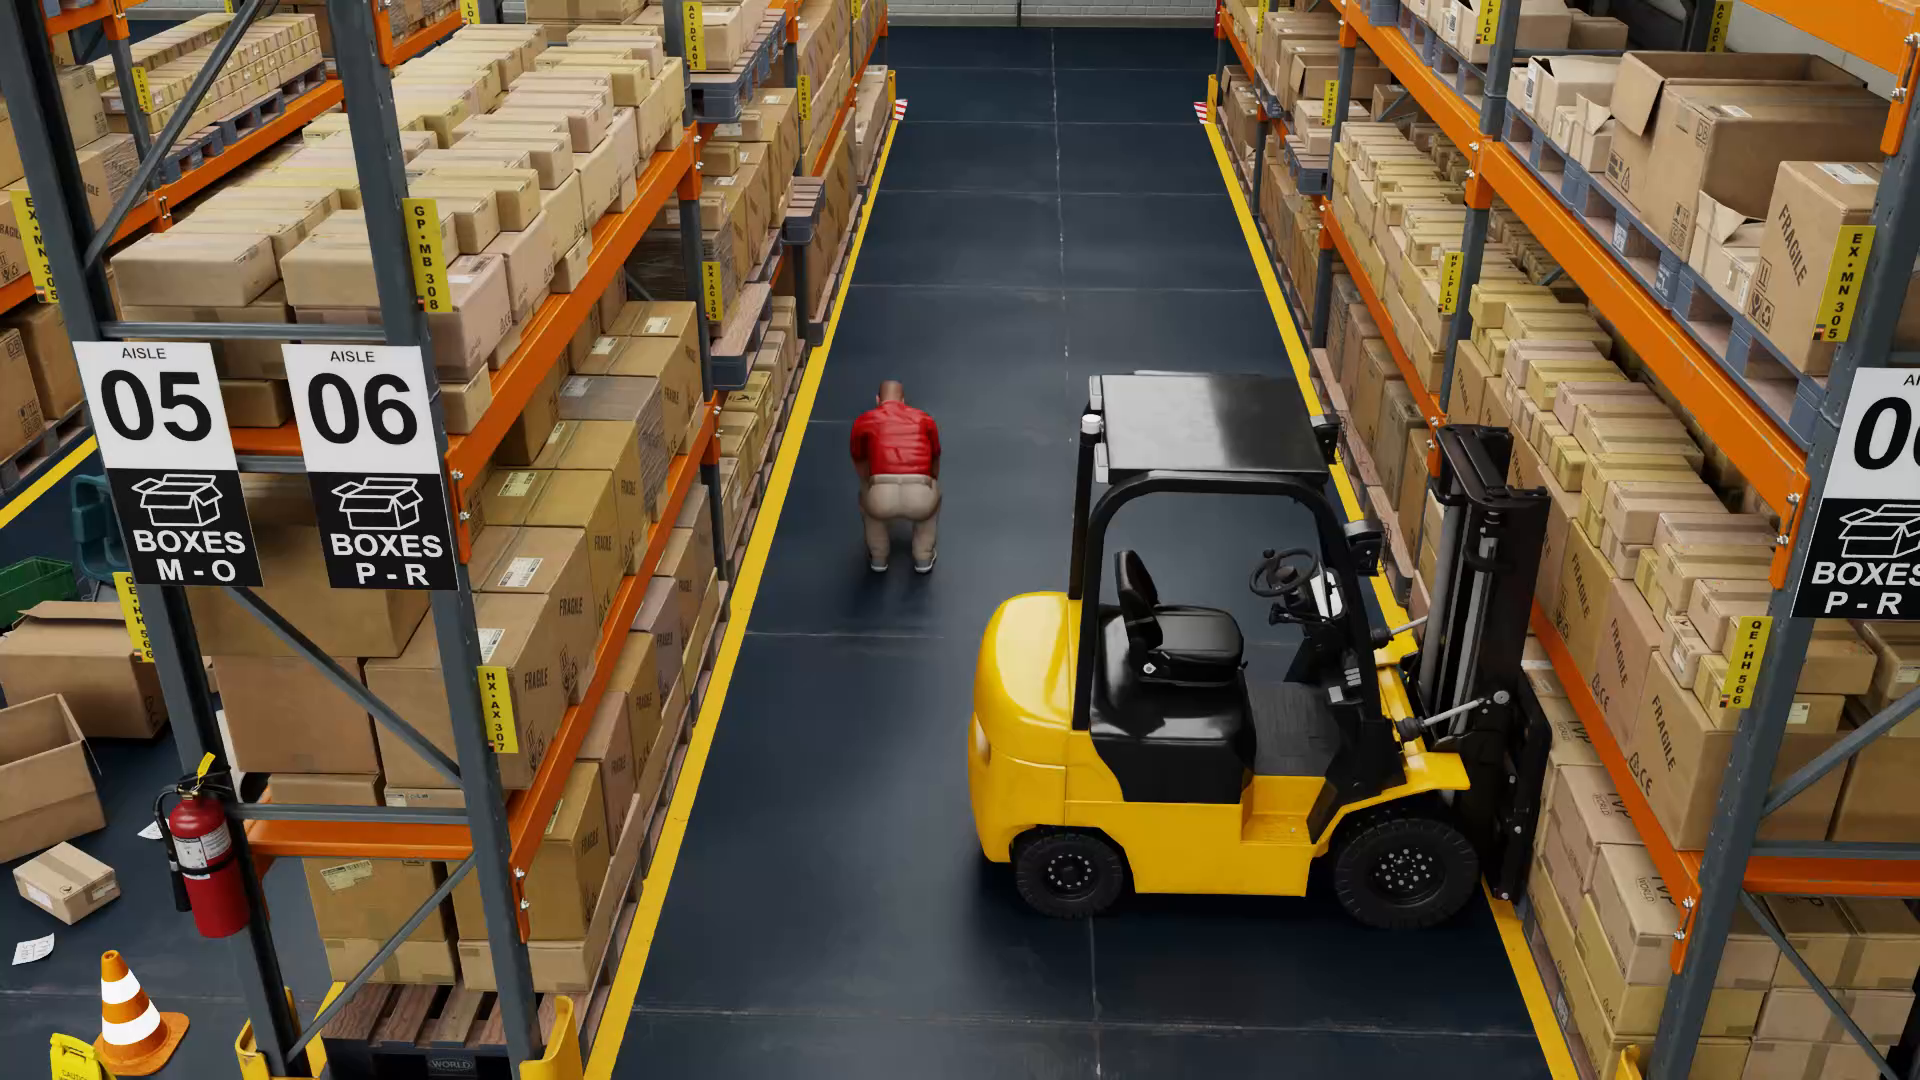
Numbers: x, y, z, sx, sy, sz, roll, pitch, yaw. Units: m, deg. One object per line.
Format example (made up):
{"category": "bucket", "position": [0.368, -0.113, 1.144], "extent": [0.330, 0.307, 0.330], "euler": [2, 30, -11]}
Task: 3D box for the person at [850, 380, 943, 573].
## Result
{"category": "person", "position": [-0.391, -0.375, 10.107], "extent": [0.570, 1.028, 0.871], "euler": [0, 28, 1]}
